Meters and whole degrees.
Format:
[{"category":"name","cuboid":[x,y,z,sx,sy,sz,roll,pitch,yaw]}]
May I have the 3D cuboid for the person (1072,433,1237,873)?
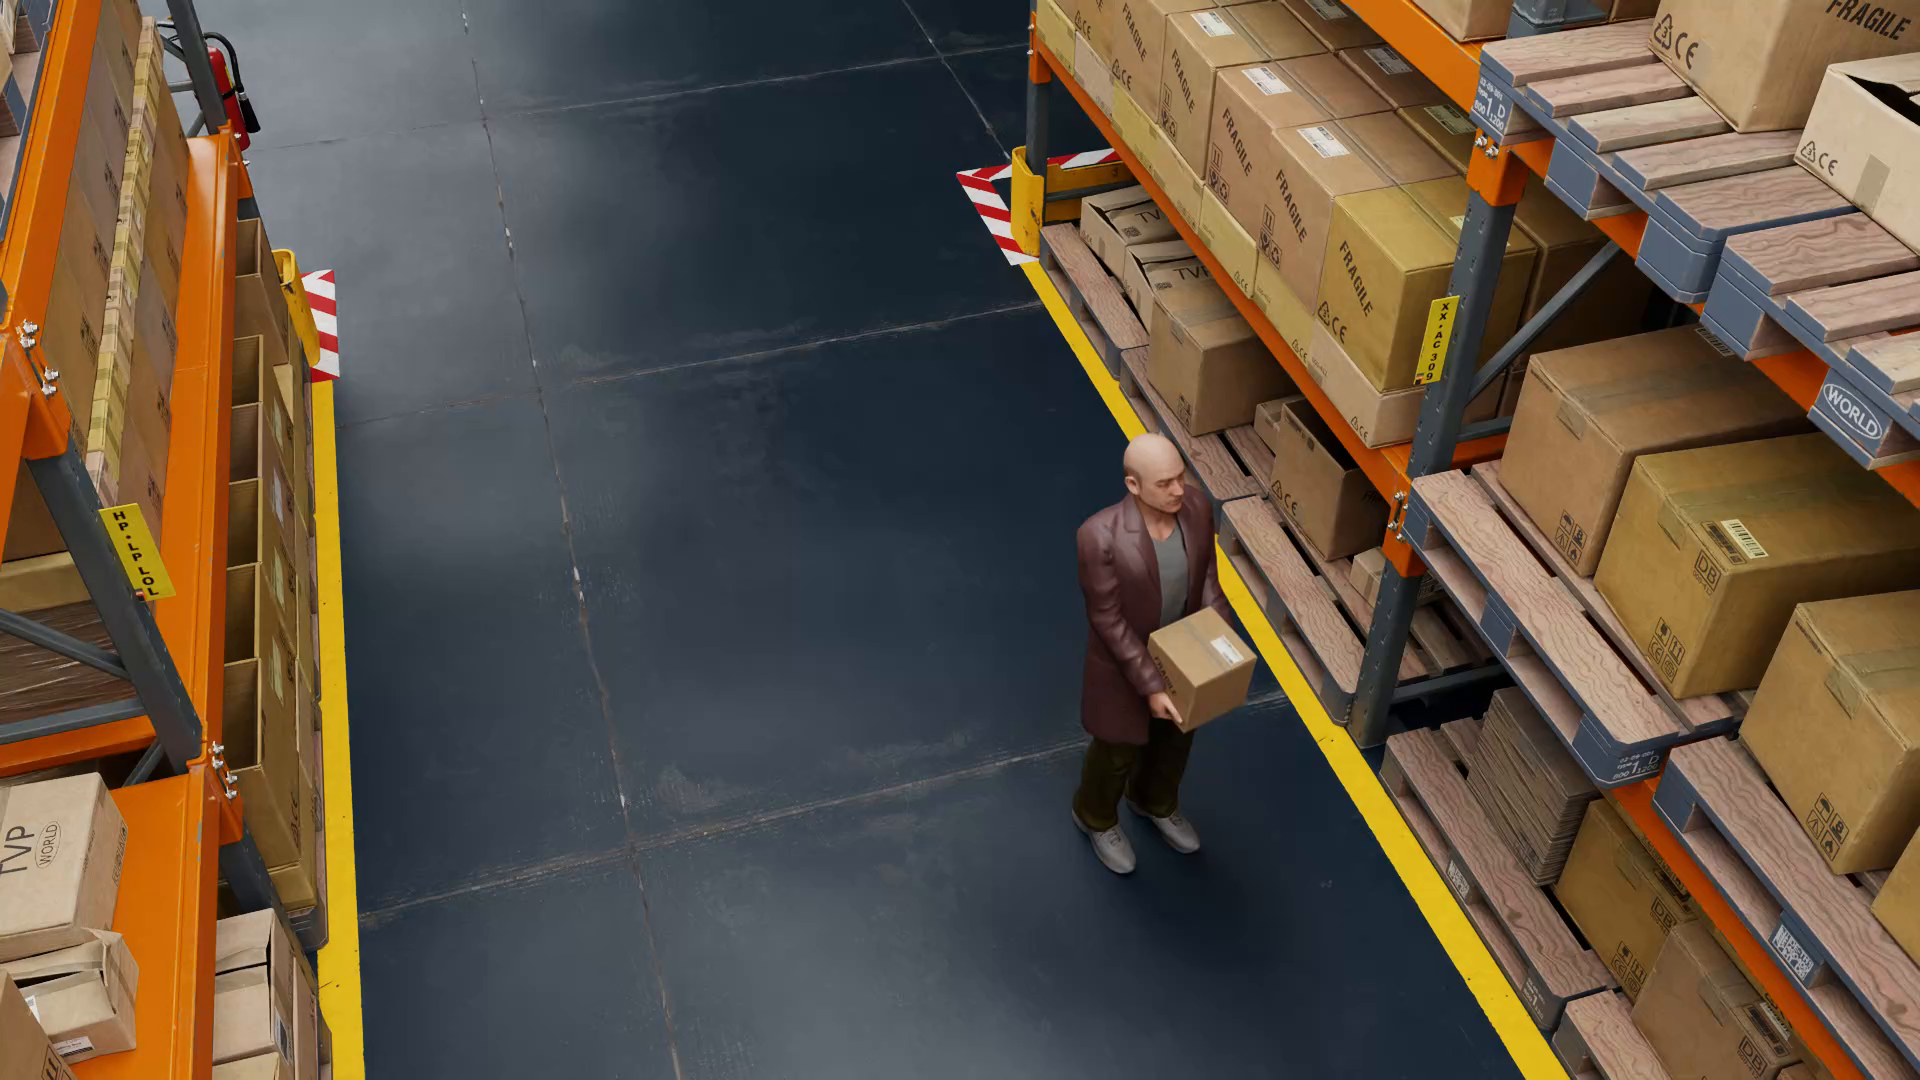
[{"category":"person","cuboid":[0.688,0.454,5.665,0.530,1.769,0.563,-22,46,-23]}]
